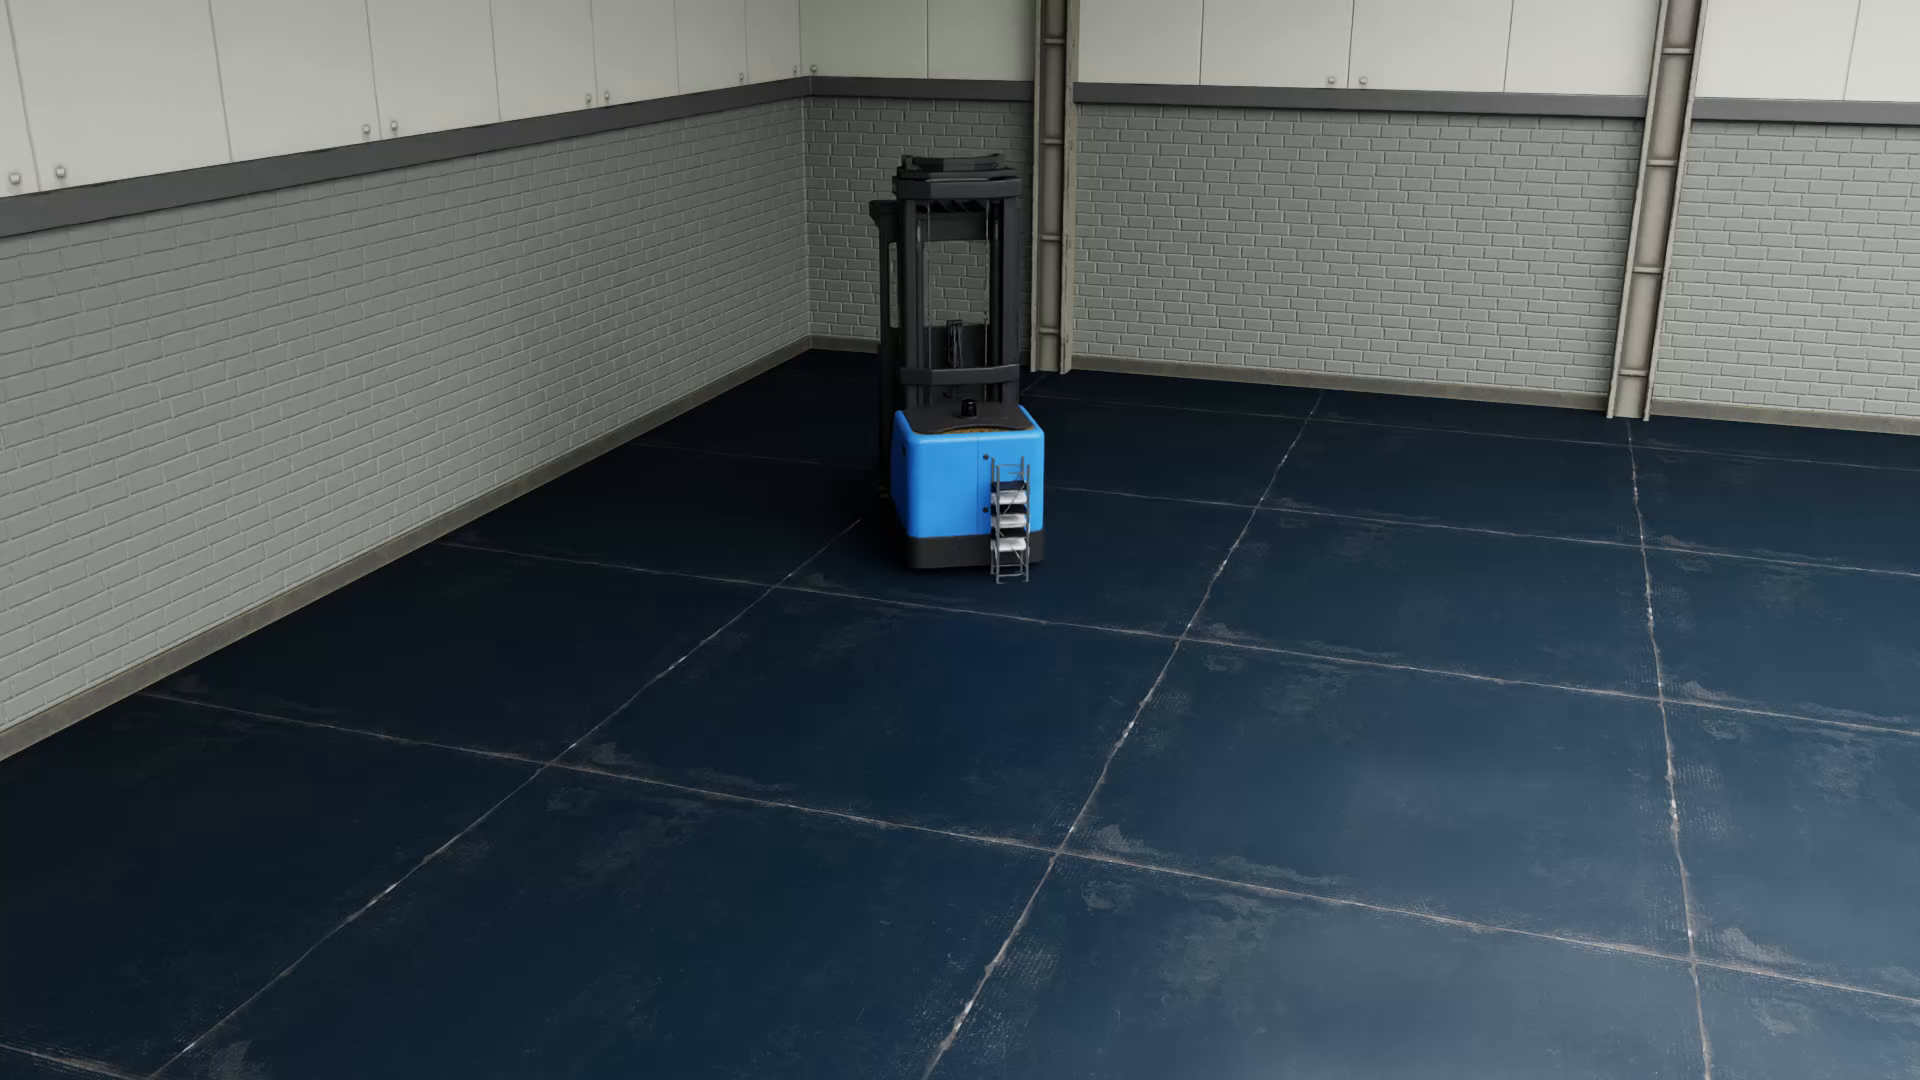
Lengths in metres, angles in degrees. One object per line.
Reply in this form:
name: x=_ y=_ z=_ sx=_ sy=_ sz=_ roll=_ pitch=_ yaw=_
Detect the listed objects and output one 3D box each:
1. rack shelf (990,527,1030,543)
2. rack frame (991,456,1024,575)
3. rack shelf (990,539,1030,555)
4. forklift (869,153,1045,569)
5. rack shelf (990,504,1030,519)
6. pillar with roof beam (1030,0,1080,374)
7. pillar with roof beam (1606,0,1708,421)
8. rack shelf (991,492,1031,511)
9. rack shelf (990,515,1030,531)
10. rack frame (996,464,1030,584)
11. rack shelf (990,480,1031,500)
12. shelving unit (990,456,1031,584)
rack shelf: x=0.365 y=-0.026 z=12.158 sx=0.258 sy=0.077 sz=0.200 roll=-3 pitch=19 yaw=-9
rack frame: x=0.348 y=-0.175 z=12.212 sx=0.240 sy=0.900 sz=0.006 roll=-3 pitch=19 yaw=-9
rack shelf: x=0.365 y=0.059 z=12.188 sx=0.258 sy=0.077 sz=0.200 roll=-3 pitch=19 yaw=-9
forklift: x=-0.119 y=-1.617 z=13.261 sx=1.130 sy=2.935 sz=3.031 roll=-3 pitch=19 yaw=-9
rack shelf: x=0.365 y=-0.196 z=12.099 sx=0.258 sy=0.077 sz=0.200 roll=-3 pitch=19 yaw=-9
pillar with roof beam: x=-0.400 y=-4.805 z=13.190 sx=0.400 sy=9.000 sz=9.100 roll=7 pitch=20 yaw=18
pillar with roof beam: x=5.267 y=-4.157 z=11.331 sx=0.400 sy=9.000 sz=9.100 roll=7 pitch=20 yaw=18
rack shelf: x=0.365 y=-0.281 z=12.069 sx=0.258 sy=0.077 sz=0.200 roll=-3 pitch=19 yaw=-9
rack shelf: x=0.365 y=-0.111 z=12.129 sx=0.258 sy=0.077 sz=0.200 roll=-3 pitch=19 yaw=-9
rack frame: x=0.382 y=-0.109 z=12.023 sx=0.240 sy=0.900 sz=0.006 roll=-3 pitch=19 yaw=-9
rack shelf: x=0.365 y=-0.366 z=12.040 sx=0.258 sy=0.077 sz=0.200 roll=-3 pitch=19 yaw=-9
shelving unit: x=0.365 y=-0.142 z=12.118 sx=0.258 sy=0.900 sz=0.210 roll=-3 pitch=19 yaw=-9
